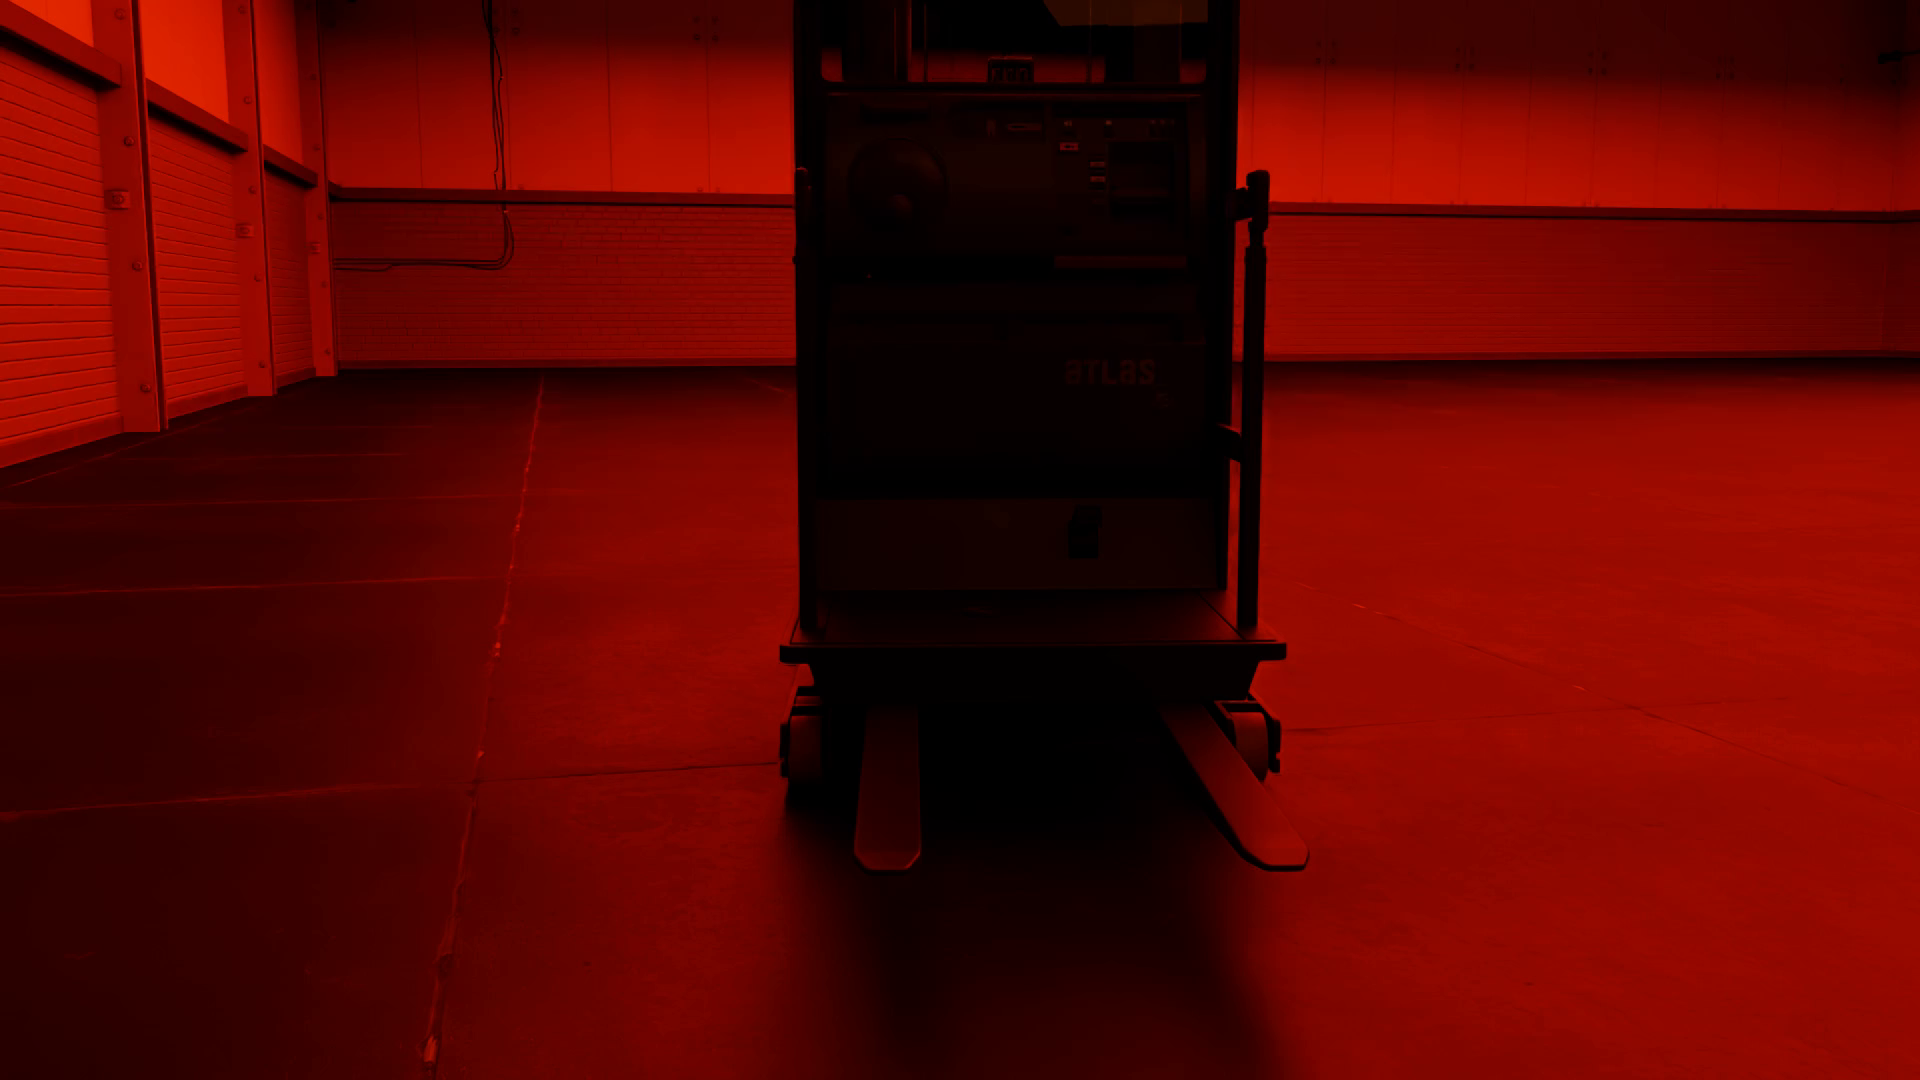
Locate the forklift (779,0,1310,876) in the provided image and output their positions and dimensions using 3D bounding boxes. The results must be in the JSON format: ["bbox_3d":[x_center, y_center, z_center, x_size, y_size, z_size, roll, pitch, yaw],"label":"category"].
[{"bbox_3d":[0.145,-0.940,3.853,1.130,2.935,3.031,0,8,-2],"label":"forklift"}]
